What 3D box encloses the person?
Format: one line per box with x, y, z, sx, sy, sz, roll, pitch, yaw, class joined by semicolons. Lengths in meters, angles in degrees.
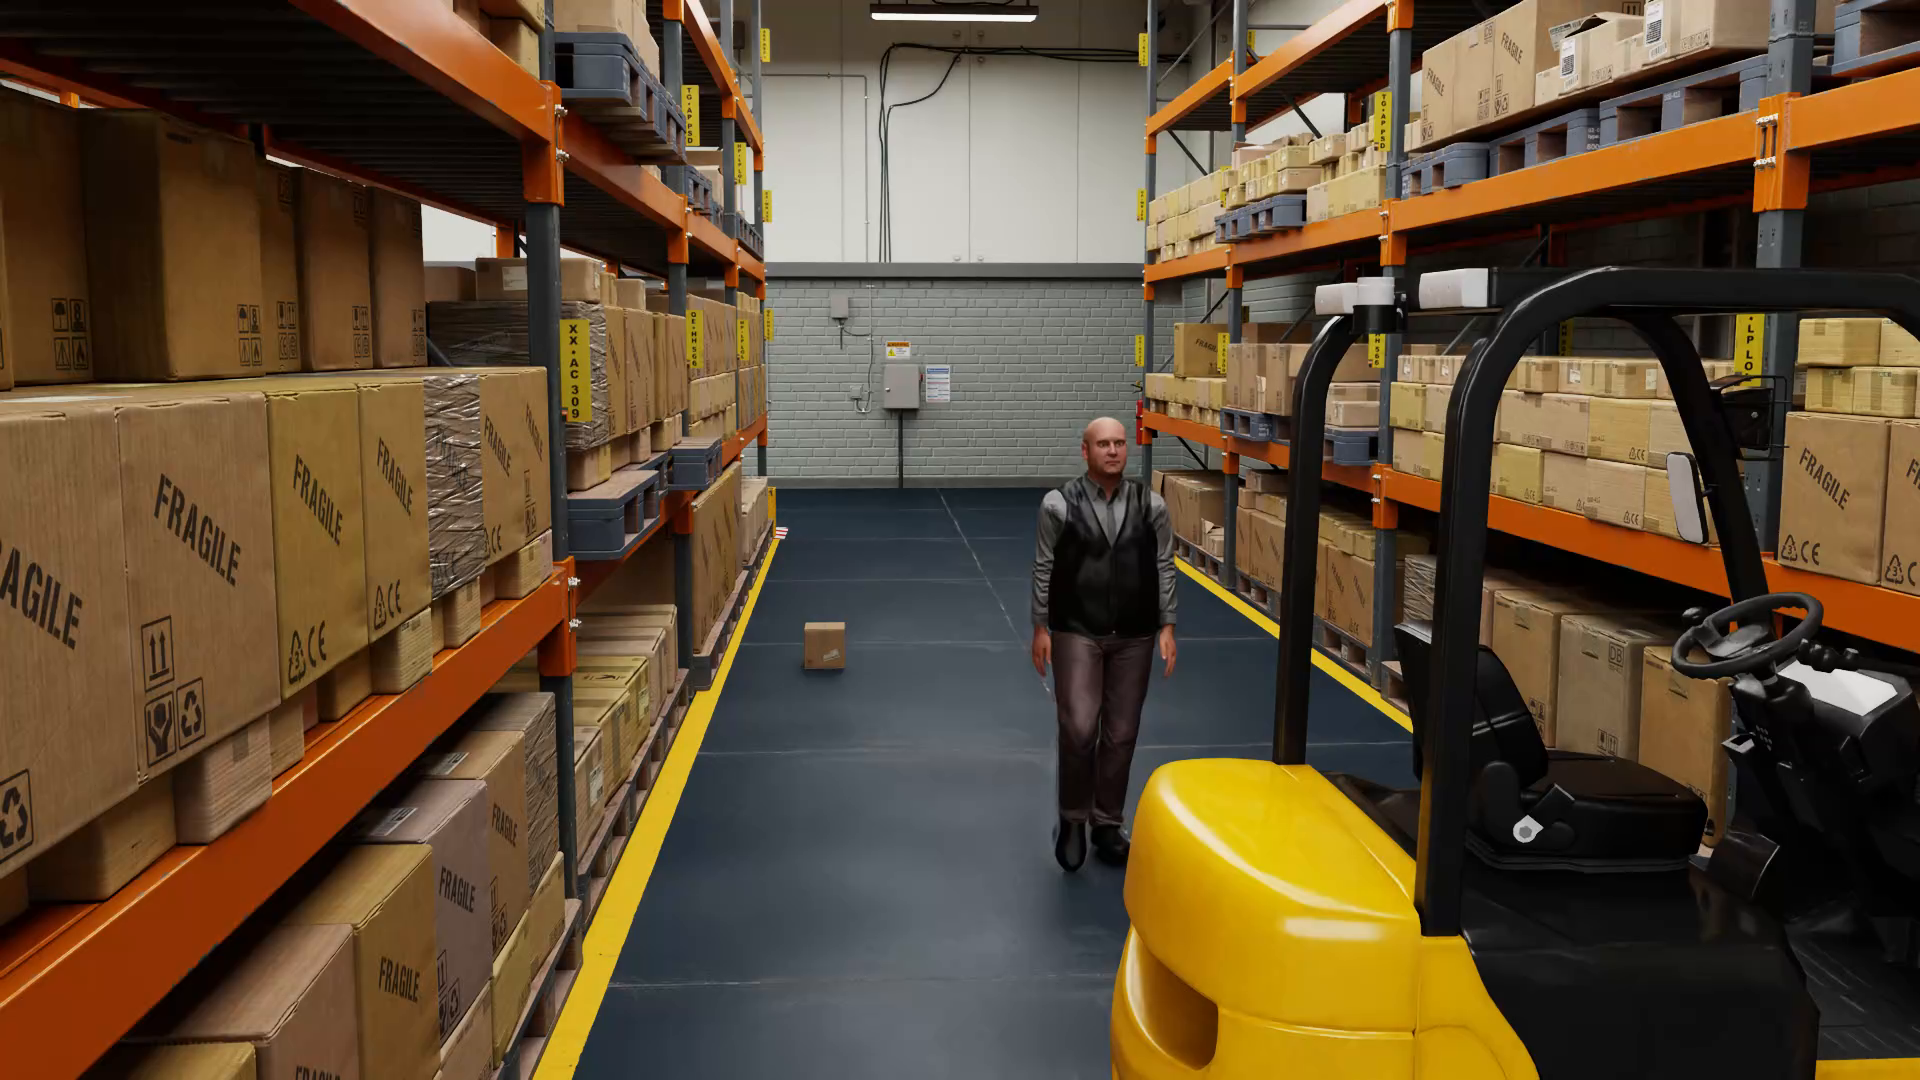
0.572;0.402;6.402;0.556;1.741;0.498;-1;7;-9;person
